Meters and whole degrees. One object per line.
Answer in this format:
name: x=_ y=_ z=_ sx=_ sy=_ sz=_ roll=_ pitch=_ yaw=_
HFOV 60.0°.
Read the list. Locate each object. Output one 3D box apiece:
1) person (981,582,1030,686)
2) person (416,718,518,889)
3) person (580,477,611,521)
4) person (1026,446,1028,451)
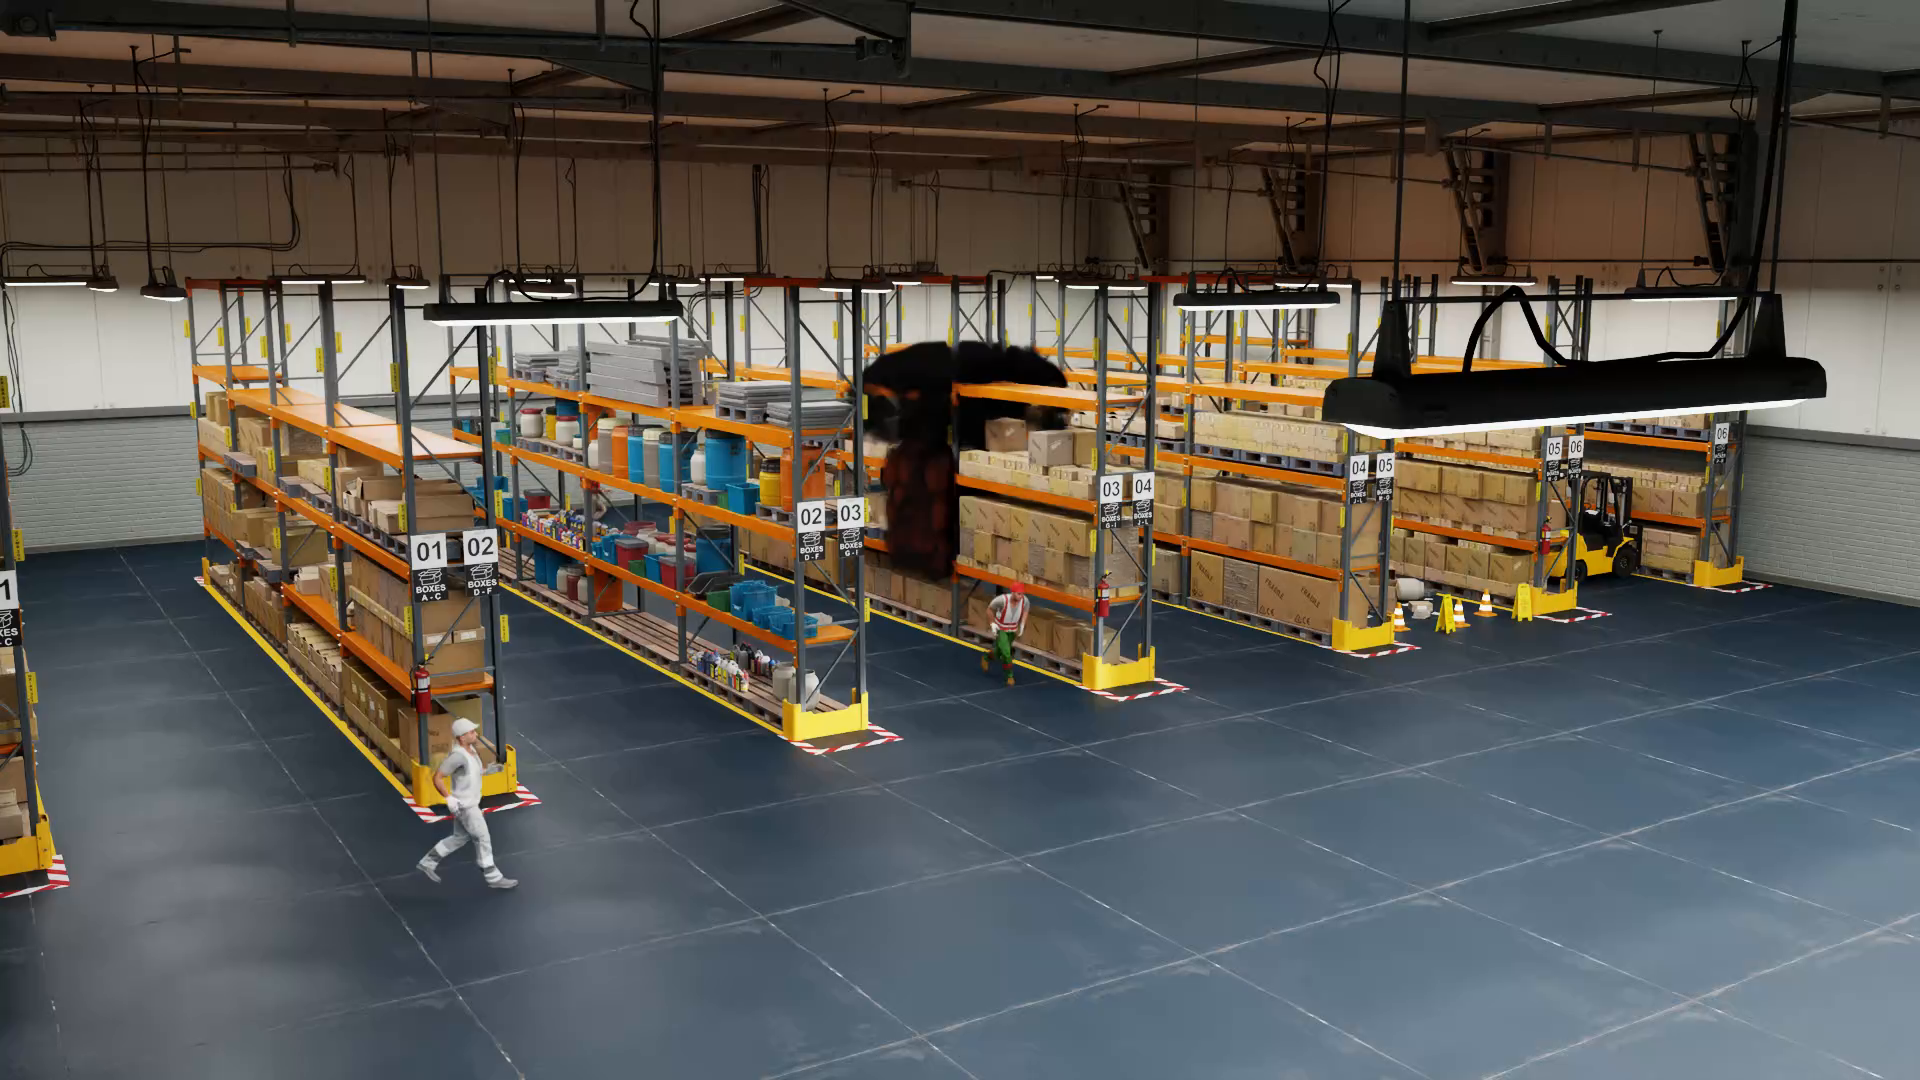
person: x=0.680 y=1.368 z=25.180 sx=0.658 sy=1.616 sz=1.085 roll=-5 pitch=11 yaw=-26
person: x=-4.987 y=2.651 z=16.685 sx=0.999 sy=1.771 sz=0.662 roll=-2 pitch=10 yaw=-9
person: x=-8.472 y=-0.946 z=38.461 sx=0.827 sy=1.680 sz=0.680 roll=-3 pitch=10 yaw=-15
person: x=1.994 y=-1.959 z=44.472 sx=0.678 sy=1.736 sz=0.710 roll=-8 pitch=13 yaw=-41
